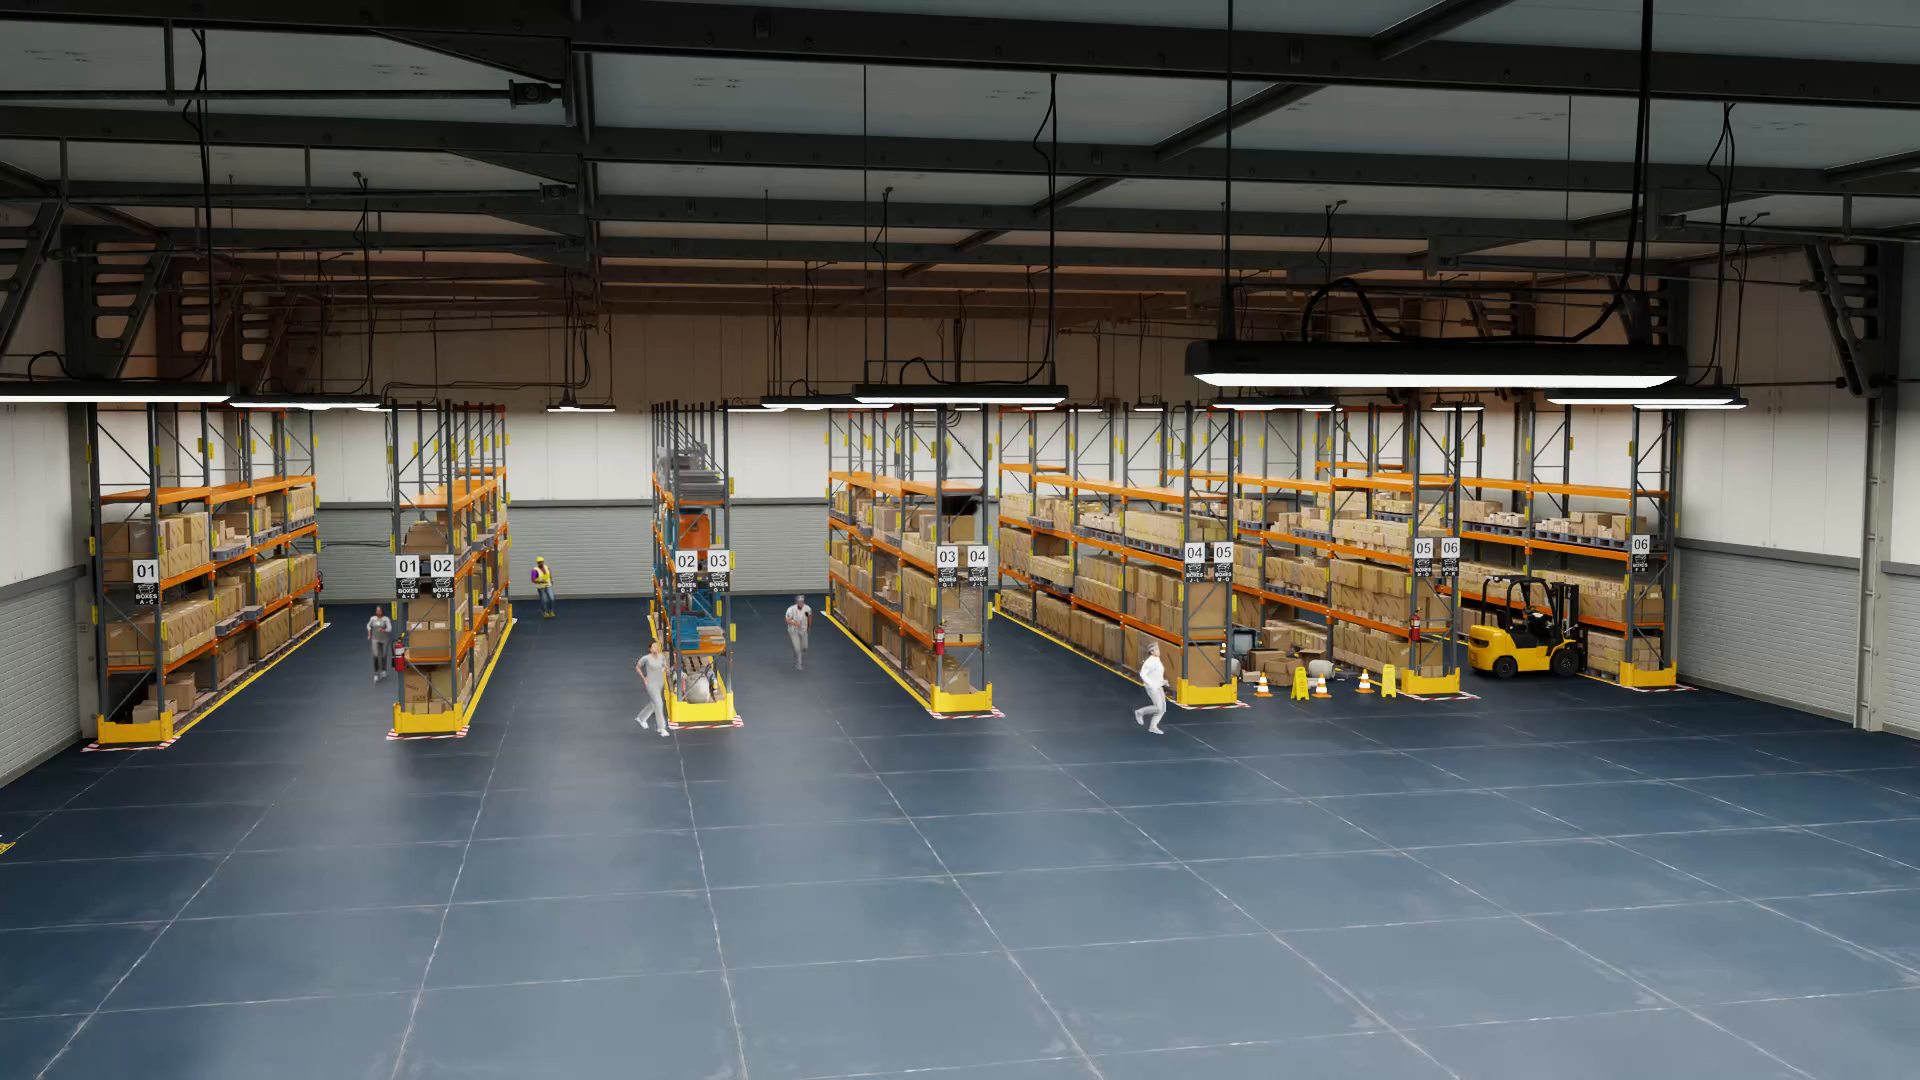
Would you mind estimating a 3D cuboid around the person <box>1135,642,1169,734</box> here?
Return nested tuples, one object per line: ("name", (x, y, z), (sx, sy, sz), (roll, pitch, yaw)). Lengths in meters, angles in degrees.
("person", (3.459, 2.652, 29.958), (0.564, 1.661, 0.620), (2, 5, 29))

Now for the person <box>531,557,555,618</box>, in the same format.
("person", (-11.716, 1.348, 46.673), (0.693, 1.764, 0.634), (-3, 5, -38))

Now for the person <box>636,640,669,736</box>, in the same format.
("person", (-5.498, 2.637, 29.897), (0.895, 1.683, 0.553), (4, 6, 40))

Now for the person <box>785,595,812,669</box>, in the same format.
("person", (-3.618, 2.070, 37.441), (0.654, 1.701, 0.751), (-1, 4, -16))

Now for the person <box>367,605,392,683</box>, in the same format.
("person", (-12.478, 2.227, 35.755), (0.509, 1.648, 0.728), (-1, 4, -17))
